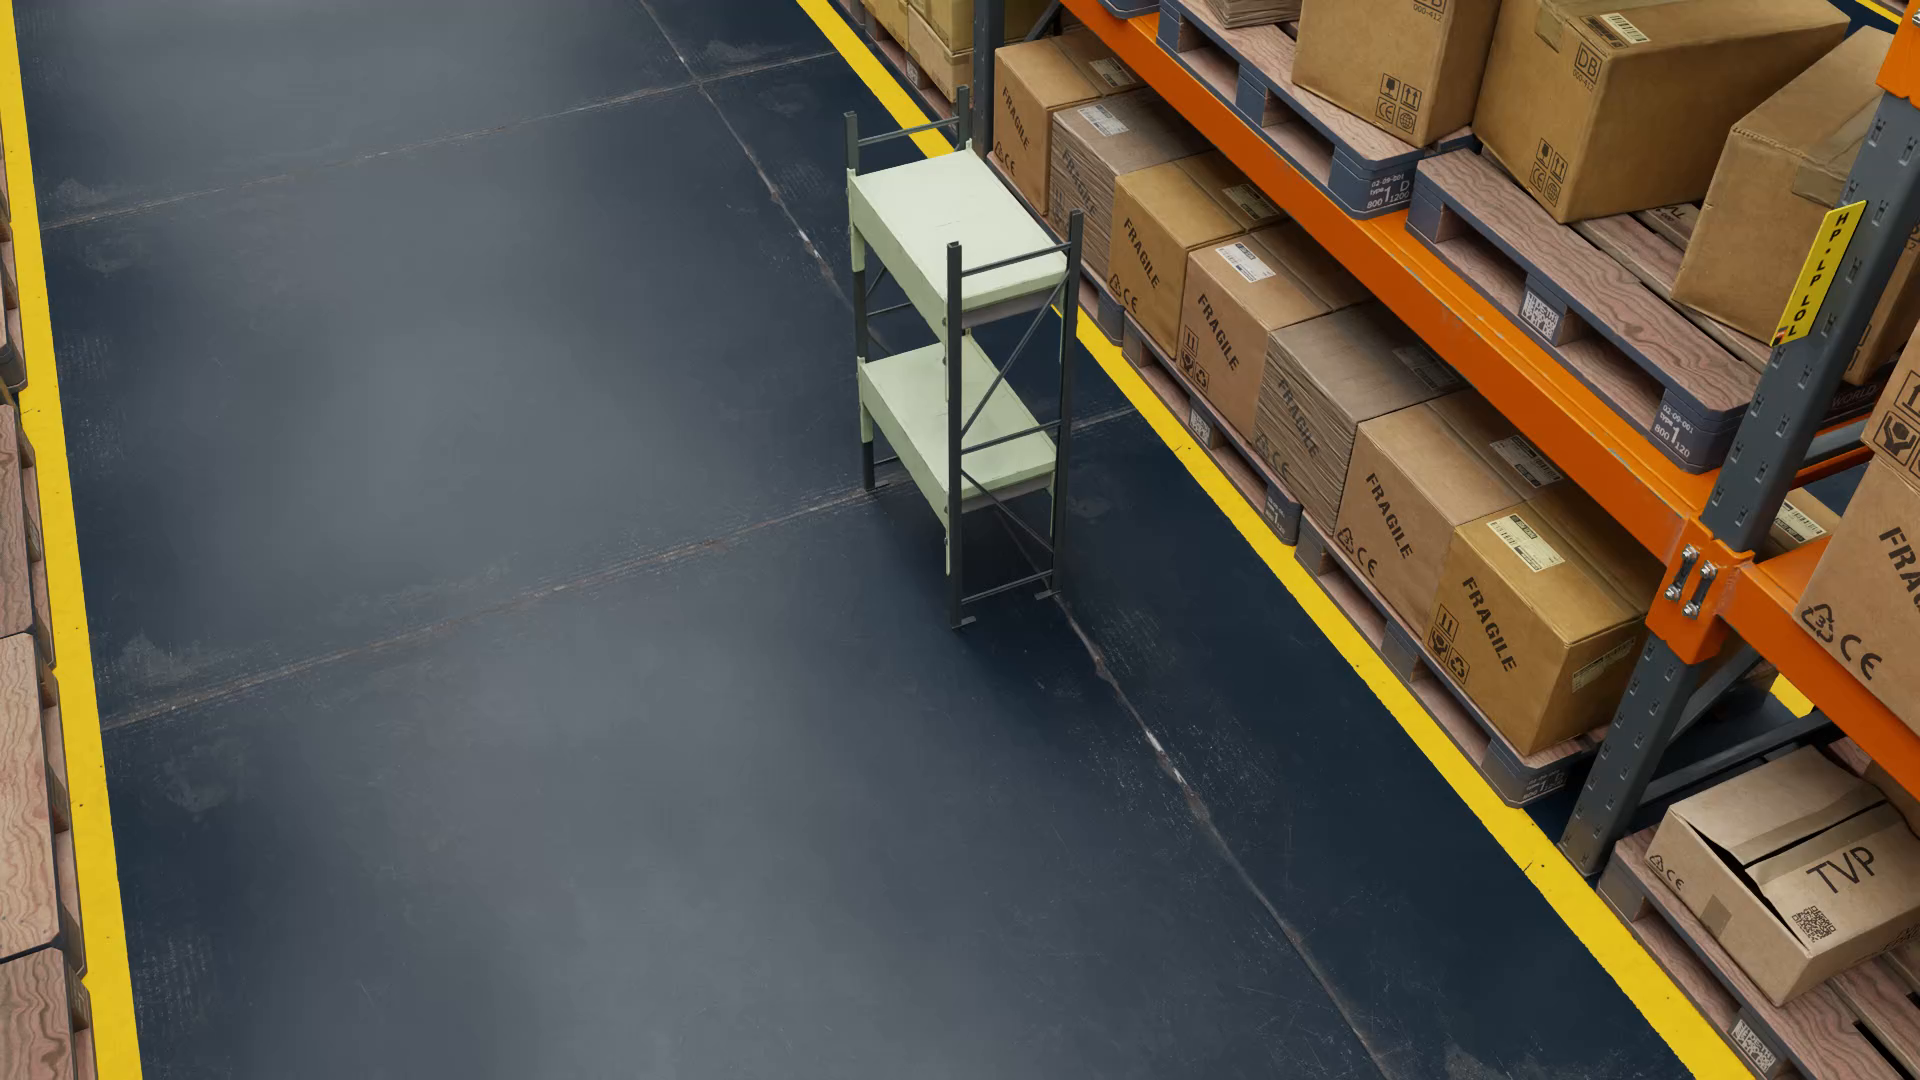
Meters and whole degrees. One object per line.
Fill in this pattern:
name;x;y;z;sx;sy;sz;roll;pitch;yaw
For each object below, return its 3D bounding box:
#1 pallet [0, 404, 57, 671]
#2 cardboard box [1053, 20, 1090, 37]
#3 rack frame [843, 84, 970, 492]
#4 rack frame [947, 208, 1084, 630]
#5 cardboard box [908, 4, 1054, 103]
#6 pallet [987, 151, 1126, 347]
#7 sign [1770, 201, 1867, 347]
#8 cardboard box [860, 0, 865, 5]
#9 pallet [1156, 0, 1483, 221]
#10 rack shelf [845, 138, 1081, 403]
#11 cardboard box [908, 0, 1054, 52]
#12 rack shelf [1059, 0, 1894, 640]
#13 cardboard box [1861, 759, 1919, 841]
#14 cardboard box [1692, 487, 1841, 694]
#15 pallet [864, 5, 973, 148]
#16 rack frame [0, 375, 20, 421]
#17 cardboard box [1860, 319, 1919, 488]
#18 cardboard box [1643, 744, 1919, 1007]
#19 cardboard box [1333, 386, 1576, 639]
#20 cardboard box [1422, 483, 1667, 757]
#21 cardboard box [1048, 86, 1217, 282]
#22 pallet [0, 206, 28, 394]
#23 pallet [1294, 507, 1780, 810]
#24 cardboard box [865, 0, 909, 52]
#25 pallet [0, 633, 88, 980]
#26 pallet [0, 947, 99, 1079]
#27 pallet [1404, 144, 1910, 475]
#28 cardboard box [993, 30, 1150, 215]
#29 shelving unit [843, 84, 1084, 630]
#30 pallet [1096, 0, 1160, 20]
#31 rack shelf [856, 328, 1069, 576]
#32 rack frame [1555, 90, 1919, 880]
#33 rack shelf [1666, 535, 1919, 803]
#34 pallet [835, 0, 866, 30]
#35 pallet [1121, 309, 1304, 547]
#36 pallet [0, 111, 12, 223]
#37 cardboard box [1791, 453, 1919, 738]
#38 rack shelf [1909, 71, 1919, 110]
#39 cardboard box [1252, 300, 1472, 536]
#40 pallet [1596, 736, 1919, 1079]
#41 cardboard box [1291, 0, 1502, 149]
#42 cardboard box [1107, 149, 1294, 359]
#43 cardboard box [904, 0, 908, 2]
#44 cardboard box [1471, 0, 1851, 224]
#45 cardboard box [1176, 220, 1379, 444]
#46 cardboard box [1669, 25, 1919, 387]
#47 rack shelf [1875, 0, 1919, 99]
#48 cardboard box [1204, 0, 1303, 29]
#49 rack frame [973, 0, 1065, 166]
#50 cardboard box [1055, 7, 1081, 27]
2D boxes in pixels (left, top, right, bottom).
pallet;-3.593;0.112;5.486;1.003;0.211;1.213;-18;47;-17
cardboard box;0.579;-2.422;7.728;0.500;0.250;0.500;-18;47;-18
rack frame;-0.157;-0.771;5.464;0.400;1.500;0.023;-18;47;-17
rack frame;0.151;-0.305;4.991;0.400;1.500;0.023;-18;47;-17
cardboard box;0.091;-2.265;7.568;0.500;0.250;0.500;-17;47;-16
pallet;0.813;-1.351;6.969;1.003;0.211;1.213;-18;47;-17
sign;1.713;-0.528;3.325;0.100;0.325;0.005;-18;47;-17
cardboard box;-0.338;-2.914;8.226;0.500;0.250;0.500;-17;47;-17
pallet;1.355;-1.525;5.296;1.003;0.211;1.213;-18;47;-17
rack shelf;-0.003;-0.816;4.953;0.431;0.370;0.720;-18;47;-17
cardboard box;0.090;-2.462;7.369;0.500;0.311;0.500;-17;47;-16
rack shelf;1.374;-1.300;5.444;1.077;0.370;4.000;-18;47;-17
cardboard box;2.712;0.731;4.340;0.500;0.500;0.500;-18;47;-17
cardboard box;2.233;0.071;5.009;0.500;0.500;0.500;-20;48;-19
pallet;0.222;-2.374;8.006;1.003;0.211;1.213;-18;47;-17
rack frame;-3.963;-1.370;5.003;1.000;3.000;0.127;-18;47;-17
cardboard box;2.158;-0.290;3.125;0.500;0.500;0.500;-17;47;-16
cardboard box;2.195;0.850;4.354;0.500;0.311;0.500;-18;47;-17
cardboard box;1.547;-0.096;5.178;0.500;0.500;0.500;-18;47;-17
cardboard box;1.748;0.222;4.856;0.500;0.500;0.500;-18;47;-18
cardboard box;0.691;-1.391;6.491;0.500;0.500;0.500;-20;48;-19
pallet;-4.253;-0.883;6.495;1.003;0.211;1.213;-18;47;-17
pallet;1.839;0.204;5.393;1.003;0.211;1.213;-18;47;-17
cardboard box;-0.129;-2.592;7.900;0.500;0.250;0.500;-19;48;-18
pallet;-3.084;0.889;4.699;1.003;0.211;1.213;-18;47;-17
pallet;-2.567;1.667;3.910;1.003;0.211;1.213;-18;47;-17
pallet;1.978;-0.755;4.516;1.003;0.211;1.213;-18;47;-17
cardboard box;0.465;-1.723;6.827;0.500;0.500;0.500;-16;47;-16
shelving unit;-0.003;-0.538;5.228;0.431;1.500;0.755;-18;47;-17
pallet;0.882;-2.351;6.134;1.213;0.211;1.003;-18;47;-17
rack shelf;-0.003;-0.306;5.457;0.431;0.370;0.720;-18;47;-17
rack frame;2.215;-0.282;3.900;1.000;3.000;0.127;-18;47;-17
rack shelf;3.056;1.249;2.861;1.077;0.370;4.000;-18;47;-17
pallet;-0.287;-3.151;8.793;1.003;0.211;1.213;-18;47;-17
pallet;1.322;-0.575;6.182;1.003;0.211;1.213;-18;47;-17
pallet;-4.762;-1.659;7.281;1.003;0.211;1.213;-18;47;-17
cardboard box;2.182;0.088;3.454;0.500;0.500;0.500;-17;47;-16
rack shelf;3.056;0.181;1.807;1.077;0.370;4.000;-18;47;-17
cardboard box;1.337;-0.416;5.502;0.500;0.500;0.500;-17;47;-17
pallet;2.503;1.149;4.436;1.003;0.211;1.213;-18;47;-17
cardboard box;1.416;-1.575;4.840;0.700;0.500;0.500;-30;52;-27
cardboard box;0.897;-1.070;6.165;0.500;0.500;0.500;-19;48;-18
cardboard box;-0.135;-2.792;7.703;0.500;0.311;0.500;-19;48;-18
cardboard box;1.872;-1.254;4.515;0.700;0.500;0.500;-11;46;-11
cardboard box;1.121;-0.739;5.830;0.500;0.500;0.500;-20;48;-19
cardboard box;2.219;-0.835;4.090;0.700;0.500;0.500;-34;54;-30
rack shelf;1.374;-2.368;4.391;1.077;0.370;4.000;-18;47;-17
cardboard box;1.112;-2.009;5.280;0.700;0.500;0.500;-10;45;-10
rack frame;0.533;-2.831;6.483;1.000;3.000;0.127;-18;47;-17
cardboard box;0.579;-2.622;7.531;0.500;0.311;0.500;-17;47;-16
